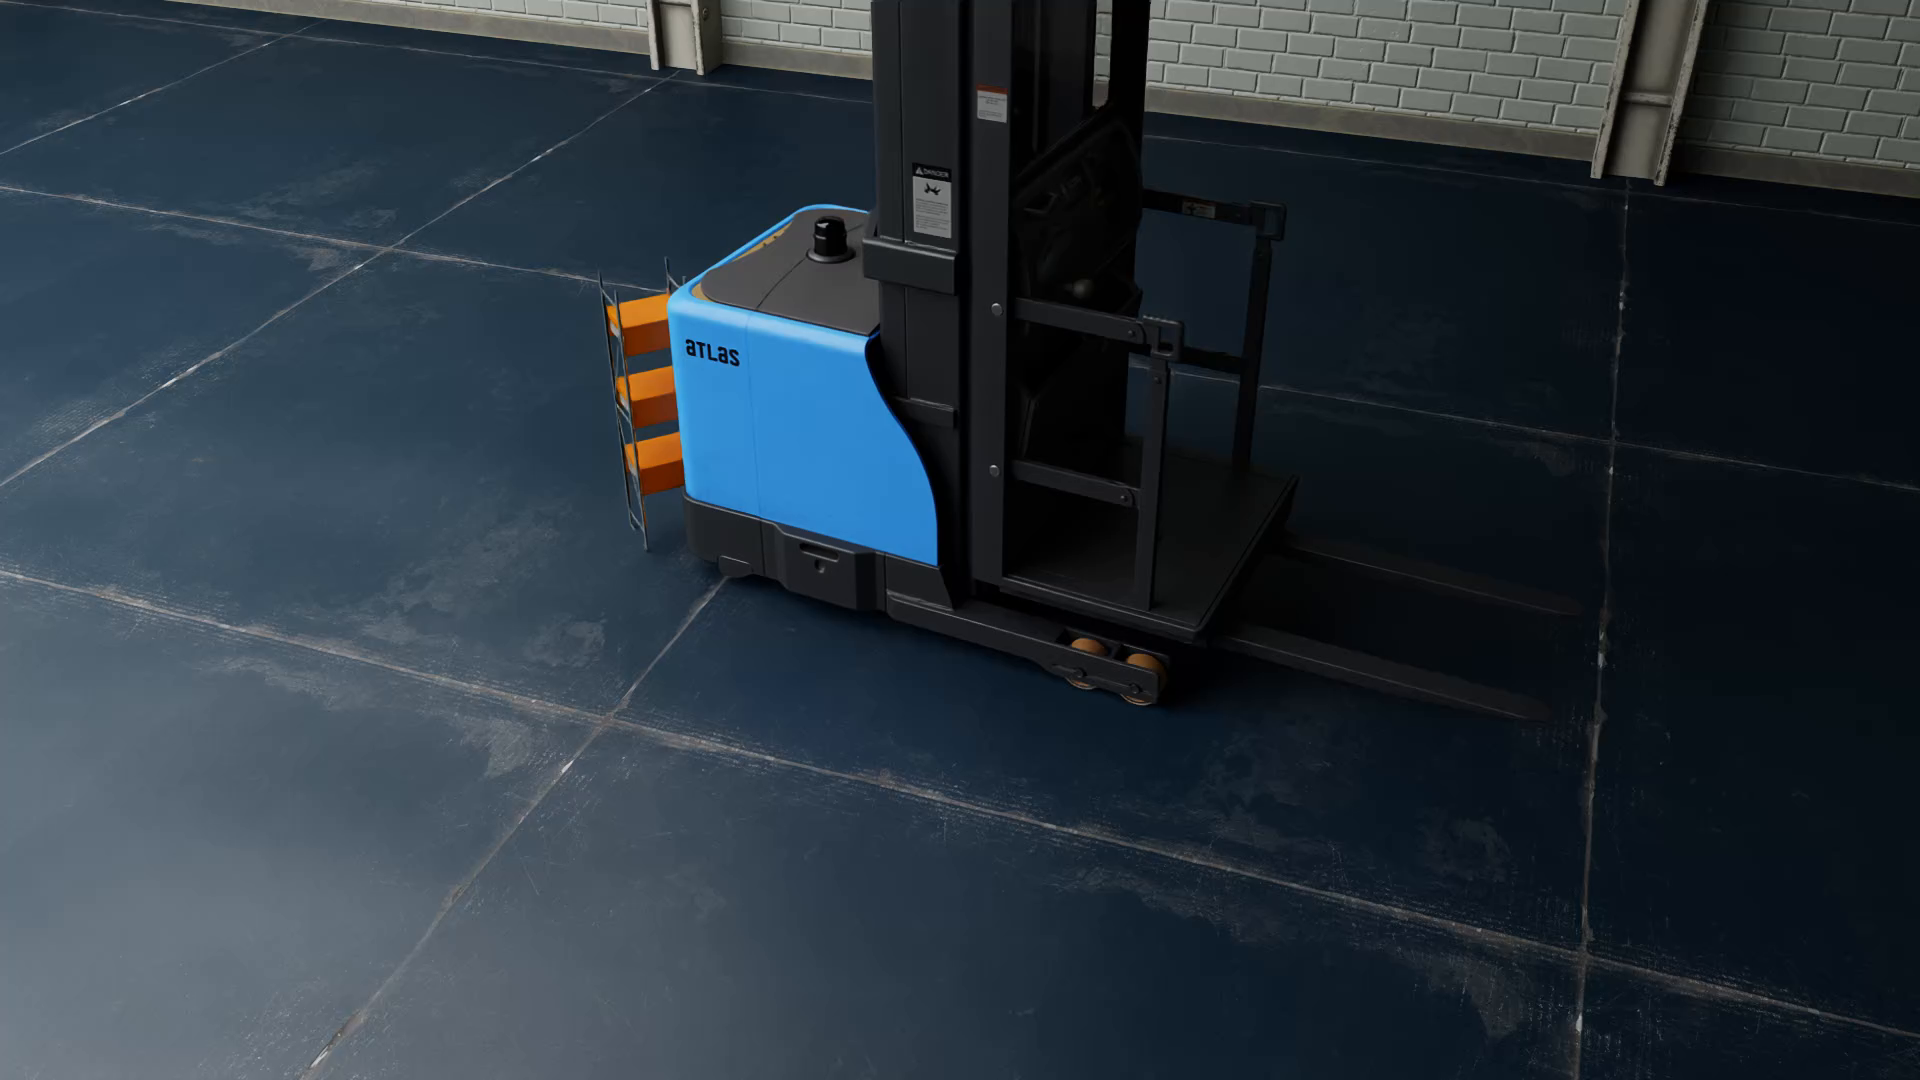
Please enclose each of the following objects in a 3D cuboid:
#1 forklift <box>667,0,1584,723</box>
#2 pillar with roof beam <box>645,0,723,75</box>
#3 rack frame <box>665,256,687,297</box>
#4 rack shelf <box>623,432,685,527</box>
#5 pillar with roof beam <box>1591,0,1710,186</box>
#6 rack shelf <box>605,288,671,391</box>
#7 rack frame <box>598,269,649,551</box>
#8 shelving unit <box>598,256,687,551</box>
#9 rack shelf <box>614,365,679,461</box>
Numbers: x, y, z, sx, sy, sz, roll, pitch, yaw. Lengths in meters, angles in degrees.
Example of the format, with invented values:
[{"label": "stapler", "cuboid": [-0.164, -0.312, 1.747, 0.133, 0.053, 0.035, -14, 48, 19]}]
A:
[{"label": "forklift", "cuboid": [0.557, -1.023, 5.132, 3.031, 2.935, 1.130, 15, 36, 22]}, {"label": "pillar with roof beam", "cuboid": [-3.282, -4.780, 5.357, 0.400, 9.000, 9.100, 11, 34, 16]}, {"label": "rack frame", "cuboid": [-0.991, -0.510, 6.072, 0.008, 1.050, 0.200, -16, 36, -23]}, {"label": "rack shelf", "cuboid": [-1.099, -0.237, 6.181, 0.240, 0.259, 0.215, -16, 36, -23]}, {"label": "pillar with roof beam", "cuboid": [2.366, -3.682, 3.656, 0.400, 9.000, 9.100, 11, 34, 16]}, {"label": "rack shelf", "cuboid": [-1.099, -0.709, 5.877, 0.240, 0.259, 0.215, -16, 36, -23]}, {"label": "rack frame", "cuboid": [-1.207, -0.449, 5.977, 0.008, 1.050, 0.200, -16, 36, -23]}, {"label": "shelving unit", "cuboid": [-1.099, -0.480, 6.025, 0.252, 1.050, 0.215, -16, 36, -23]}, {"label": "rack shelf", "cuboid": [-1.099, -0.471, 6.031, 0.240, 0.259, 0.215, -16, 36, -23]}]
